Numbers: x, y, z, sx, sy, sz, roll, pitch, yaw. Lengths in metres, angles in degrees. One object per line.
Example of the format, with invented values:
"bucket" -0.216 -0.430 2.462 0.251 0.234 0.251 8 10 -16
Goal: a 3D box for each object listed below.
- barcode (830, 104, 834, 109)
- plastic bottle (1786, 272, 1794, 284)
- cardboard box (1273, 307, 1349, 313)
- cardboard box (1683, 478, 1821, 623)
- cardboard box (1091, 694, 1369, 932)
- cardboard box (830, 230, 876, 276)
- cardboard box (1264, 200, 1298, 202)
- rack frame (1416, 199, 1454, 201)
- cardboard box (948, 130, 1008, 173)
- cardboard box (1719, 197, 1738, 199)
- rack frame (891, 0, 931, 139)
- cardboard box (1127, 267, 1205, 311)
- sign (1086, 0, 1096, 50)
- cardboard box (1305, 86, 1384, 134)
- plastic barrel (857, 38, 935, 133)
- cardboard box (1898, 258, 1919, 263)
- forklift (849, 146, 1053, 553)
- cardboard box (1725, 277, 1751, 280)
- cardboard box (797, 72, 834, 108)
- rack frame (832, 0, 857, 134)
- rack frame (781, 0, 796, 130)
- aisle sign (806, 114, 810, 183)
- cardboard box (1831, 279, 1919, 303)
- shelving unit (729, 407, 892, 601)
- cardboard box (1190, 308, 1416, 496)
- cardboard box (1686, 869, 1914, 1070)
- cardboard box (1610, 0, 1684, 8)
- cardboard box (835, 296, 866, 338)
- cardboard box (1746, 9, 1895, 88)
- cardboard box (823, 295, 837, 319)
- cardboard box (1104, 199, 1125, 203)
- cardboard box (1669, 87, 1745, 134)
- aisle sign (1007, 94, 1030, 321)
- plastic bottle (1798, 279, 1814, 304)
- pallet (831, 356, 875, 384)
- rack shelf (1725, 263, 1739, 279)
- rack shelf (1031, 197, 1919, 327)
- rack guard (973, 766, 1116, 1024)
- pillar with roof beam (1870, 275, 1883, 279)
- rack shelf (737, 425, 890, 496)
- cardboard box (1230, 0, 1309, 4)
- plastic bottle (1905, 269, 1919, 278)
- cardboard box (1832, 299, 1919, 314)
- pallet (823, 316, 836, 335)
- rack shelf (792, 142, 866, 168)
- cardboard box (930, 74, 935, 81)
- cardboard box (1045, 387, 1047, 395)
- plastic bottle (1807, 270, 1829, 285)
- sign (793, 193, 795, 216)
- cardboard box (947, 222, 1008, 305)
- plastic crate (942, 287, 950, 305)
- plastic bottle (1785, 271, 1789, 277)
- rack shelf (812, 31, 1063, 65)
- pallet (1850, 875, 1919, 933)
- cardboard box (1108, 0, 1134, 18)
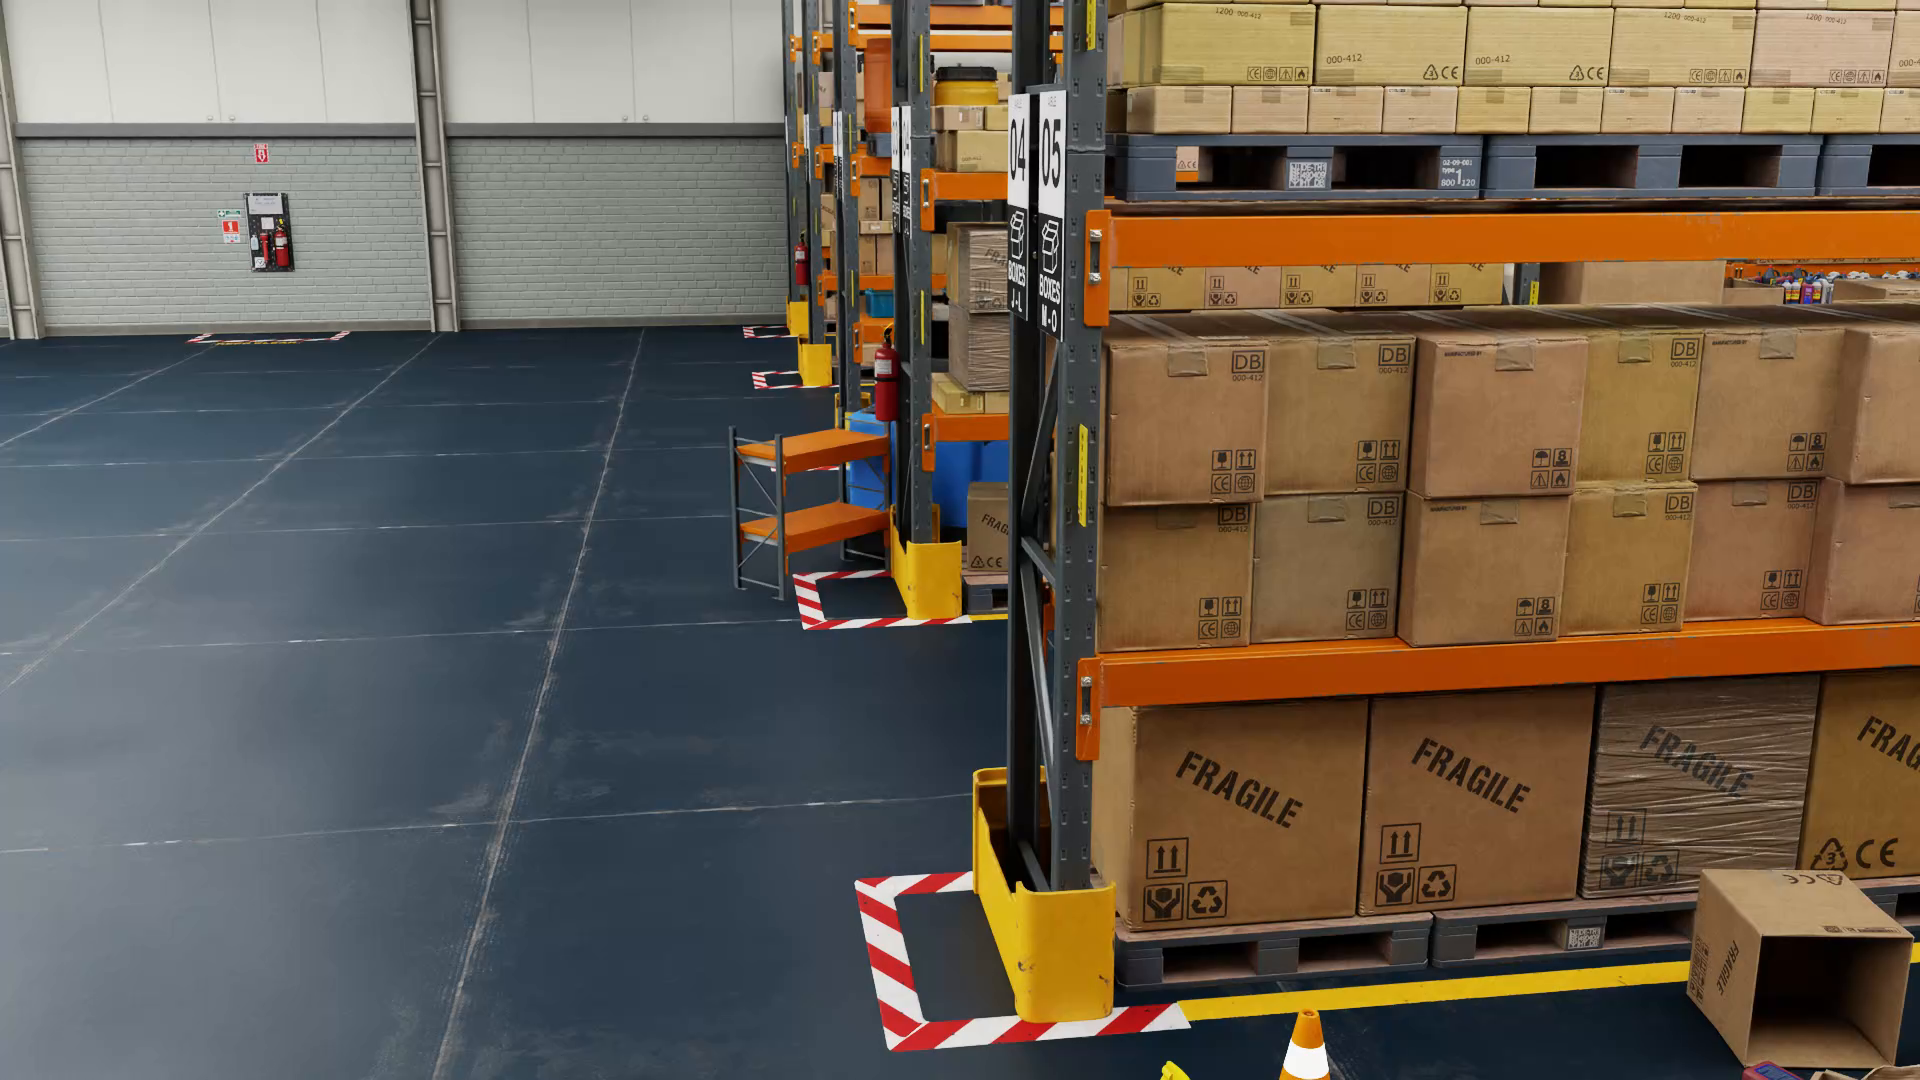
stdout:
"barcode" -1.559 -5.330 20.449 0.075 0.075 0.001 -2 14 -8
"plastic bottle" 8.650 -2.664 17.417 0.133 0.283 0.061 -2 14 -8
"cardboard box" 2.209 -1.368 11.193 0.500 0.500 0.875 -2 14 -8
"cardboard box" 2.826 -0.072 6.533 0.550 0.550 0.875 -2 14 -8
"cardboard box" 0.987 0.900 6.473 0.875 0.875 0.875 -2 14 -8
"cardboard box" -1.322 -3.529 20.421 0.500 0.500 0.700 -2 14 -8
"cardboard box" 4.921 -5.190 26.142 0.500 0.500 0.700 -4 15 -15
"rack frame" 6.125 -3.756 21.534 0.127 3.000 1.000 -2 14 -8
"cardboard box" 0.202 -2.421 10.351 0.500 0.250 0.500 -2 14 -7
"cardboard box" 10.542 -4.515 22.300 0.500 0.500 0.500 -2 14 -8
"rack frame" -0.313 -3.993 10.146 0.127 3.000 1.000 -2 14 -8
"cardboard box" 1.261 -1.751 10.663 0.500 0.500 0.500 -2 14 -8
"sign" 0.403 -1.670 5.090 0.005 0.325 0.100 -2 14 -8
"cardboard box" 1.212 -1.426 5.522 0.250 0.149 0.380 -2 14 -8
"plastic barrel" -0.589 -4.190 15.350 0.708 0.830 0.600 -2 14 -8
"cardboard box" 12.627 -3.977 22.207 0.500 0.500 0.500 -2 14 -8
"forklift" 0.168 -1.585 13.016 1.130 2.935 3.031 5 15 19
"cardboard box" 12.617 -4.180 27.497 0.500 0.500 0.700 -2 14 -8
"cardboard box" -2.110 -6.612 24.450 0.500 0.500 0.500 -3 14 -12
"rack frame" -1.051 -5.185 14.897 0.127 3.000 1.000 -2 14 -8
"rack frame" -2.527 -7.568 24.399 0.127 3.000 1.000 -2 14 -8
"aisle sign" -1.805 -4.651 19.758 0.004 0.787 0.394 -2 14 -8
"cardboard box" 6.532 -1.552 11.676 0.500 0.500 0.700 0 14 0
"shelving unit" -1.015 -0.272 11.492 0.538 1.125 1.048 12 19 40
"cardboard box" 1.229 -0.530 6.139 0.550 0.550 0.875 -2 14 -8
"cardboard box" 2.899 1.483 5.777 0.500 0.500 0.500 0 14 1
"cardboard box" 2.213 -1.850 5.572 0.250 0.149 0.380 -2 14 -7
"cardboard box" -1.299 -2.791 20.933 0.500 0.500 0.500 -2 14 -8
"cardboard box" 2.838 -1.695 5.775 0.500 0.250 0.500 -2 14 -9
"cardboard box" -1.829 -3.571 25.416 0.500 0.311 0.500 -4 15 -15
"cardboard box" 1.732 -4.272 20.716 0.500 0.500 0.700 -2 14 -8
"cardboard box" 2.460 -1.471 5.704 0.250 0.149 0.380 -2 14 -8
"aisle sign" 0.211 -1.217 6.065 0.004 0.787 0.394 -2 14 -8
"plastic bottle" 8.485 -2.477 16.672 0.133 0.283 0.061 -2 14 -8
"pallet" -1.035 -2.152 20.868 1.213 0.211 1.003 -2 14 -8
"rack shelf" 8.103 -3.480 21.911 4.000 0.370 1.077 -2 14 -8
"rack shelf" 2.303 -1.065 6.116 4.000 0.370 1.077 -2 14 -8
"rack guard" 0.302 1.327 6.405 0.348 0.500 1.175 -2 14 -8
"pillar with roof beam" 16.477 -7.418 23.802 0.400 9.000 9.100 -2 14 -8
"rack shelf" -1.015 -0.555 11.421 0.538 0.278 1.000 12 19 40
"cardboard box" 0.951 -1.803 5.388 0.250 0.149 0.380 -2 14 -8
"plastic bottle" 9.751 -2.602 17.031 0.185 0.351 0.144 -2 14 -8
"cardboard box" 3.911 -0.623 6.512 0.550 0.550 0.875 -2 14 -8
"pallet" -1.643 -3.329 25.562 1.213 0.211 1.003 -2 14 -8
"rack shelf" -0.549 -5.836 25.140 4.000 0.370 1.077 -2 14 -8
"cardboard box" -0.612 -6.786 25.146 0.500 0.500 0.500 -2 14 -8
"cardboard box" 0.504 -0.925 10.758 0.250 0.149 0.380 -2 14 -8
"plastic bottle" 8.710 -2.566 16.887 0.185 0.351 0.144 -2 14 -8
"sign" -2.446 -4.947 24.503 0.005 0.325 0.100 -2 14 -8
"cardboard box" 0.194 -1.841 11.022 0.500 0.500 0.500 -2 14 -8
"plastic crate" 0.042 -2.315 16.092 0.408 0.251 0.499 -2 14 -8
"plastic bottle" 8.641 -2.678 17.475 0.133 0.283 0.061 -2 14 -8
"rack shelf" 0.192 -5.906 20.073 4.000 0.370 1.077 -2 14 -8
"pallet" 3.518 1.330 6.986 1.213 0.211 1.003 -2 14 -8
"cardboard box" 0.608 -1.953 5.984 0.250 0.149 0.380 -2 14 -8
